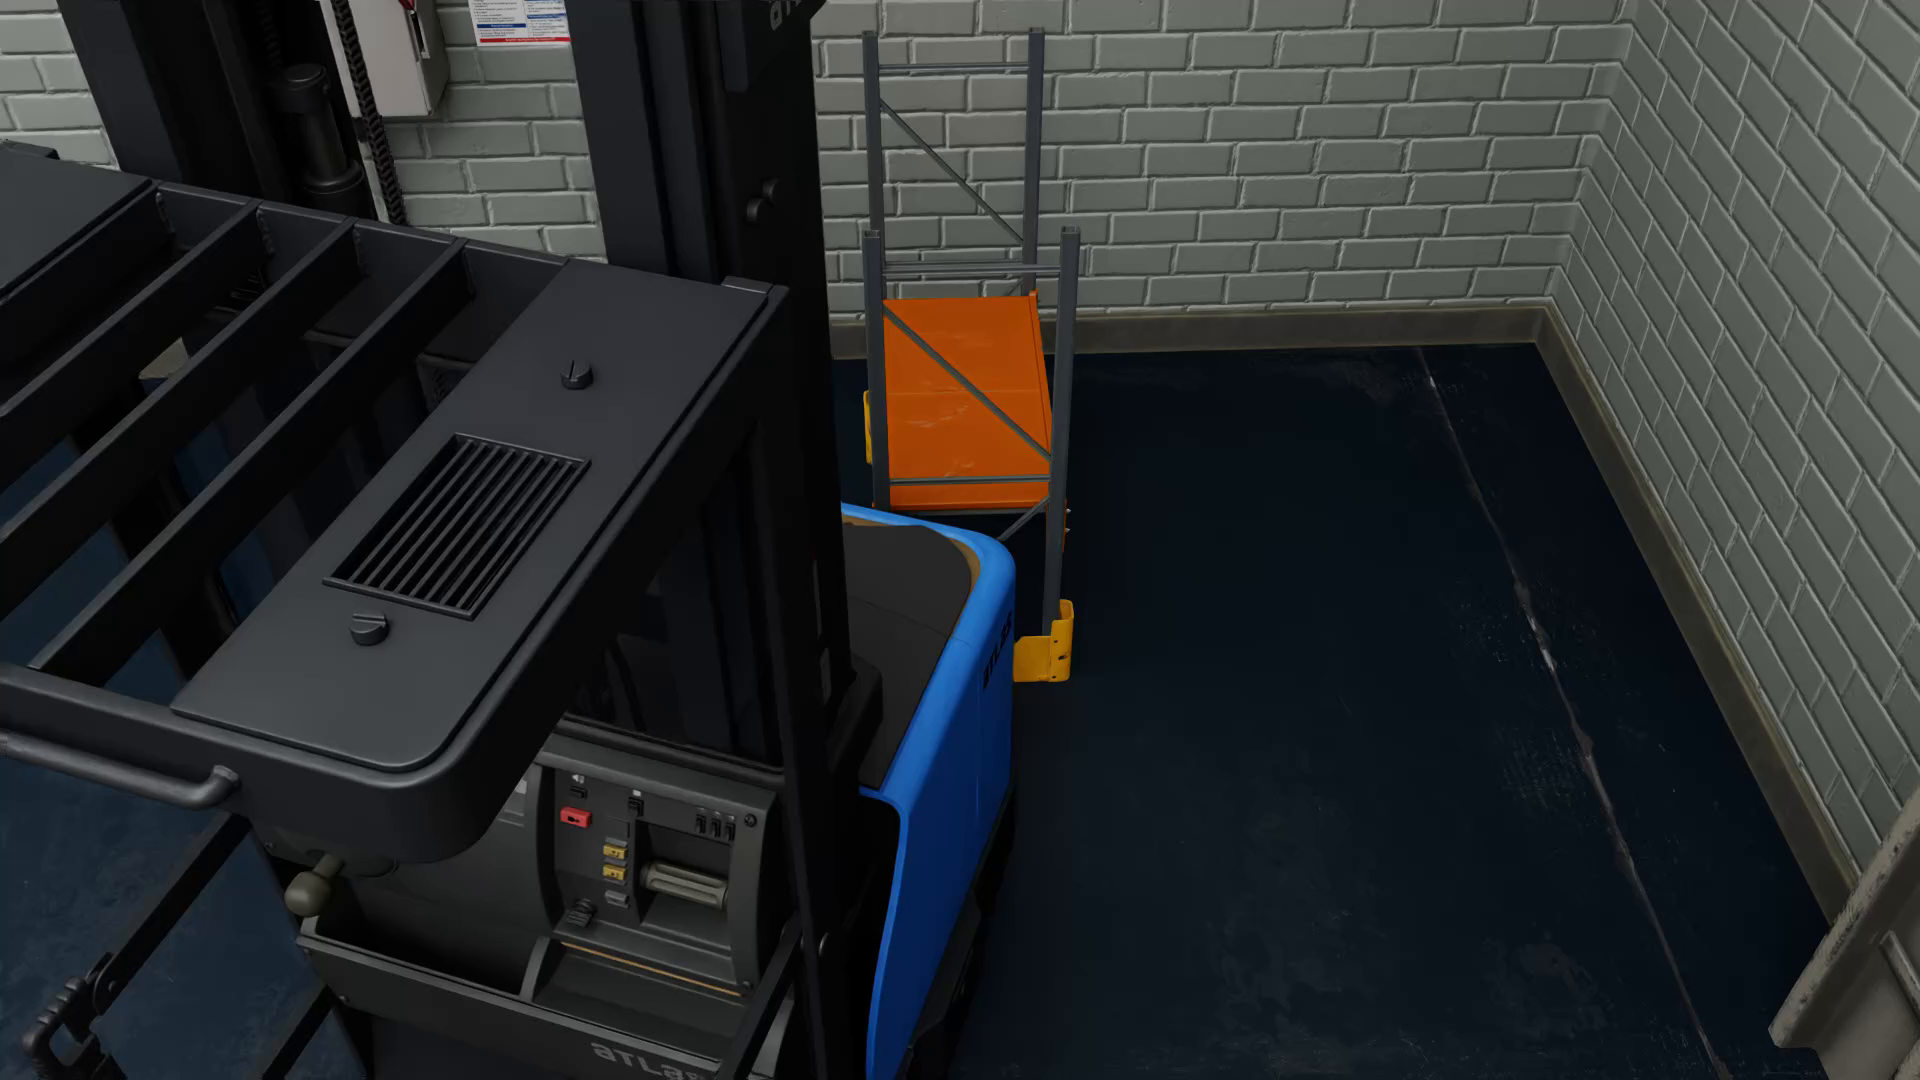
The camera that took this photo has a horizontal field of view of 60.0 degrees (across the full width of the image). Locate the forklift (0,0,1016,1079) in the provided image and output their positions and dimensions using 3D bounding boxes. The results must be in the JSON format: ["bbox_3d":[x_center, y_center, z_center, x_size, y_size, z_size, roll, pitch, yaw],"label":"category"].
[{"bbox_3d":[-0.801,0.554,2.476,1.130,2.935,3.031,12,44,13],"label":"forklift"}]

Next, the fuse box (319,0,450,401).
[{"bbox_3d":[-1.809,-1.115,5.200,0.539,1.711,0.414,-2,43,-2],"label":"fuse box"}]

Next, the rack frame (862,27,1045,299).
[{"bbox_3d":[-0.018,-0.838,5.055,0.500,1.500,0.032,-2,43,-2],"label":"rack frame"}]

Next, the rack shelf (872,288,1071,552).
[{"bbox_3d":[0.004,-0.363,4.802,0.538,0.185,1.000,-2,43,-2],"label":"rack shelf"}]

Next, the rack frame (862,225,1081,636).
[{"bbox_3d":[0.025,-0.152,4.306,0.500,1.500,0.032,-2,43,-2],"label":"rack frame"}]

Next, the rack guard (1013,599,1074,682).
[{"bbox_3d":[0.024,0.296,4.743,0.587,0.250,0.087,-2,43,-2],"label":"rack guard"}]

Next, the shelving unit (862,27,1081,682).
[{"bbox_3d":[0.003,-0.501,4.687,0.587,1.500,1.083,-2,43,-2],"label":"shelving unit"}]

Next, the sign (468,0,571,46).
[{"bbox_3d":[-1.324,-1.709,4.965,0.329,0.494,0.001,-2,43,-2],"label":"sign"}]

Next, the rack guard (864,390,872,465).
[{"bbox_3d":[-0.018,-0.377,5.476,0.587,0.250,0.087,-2,43,-2],"label":"rack guard"}]
